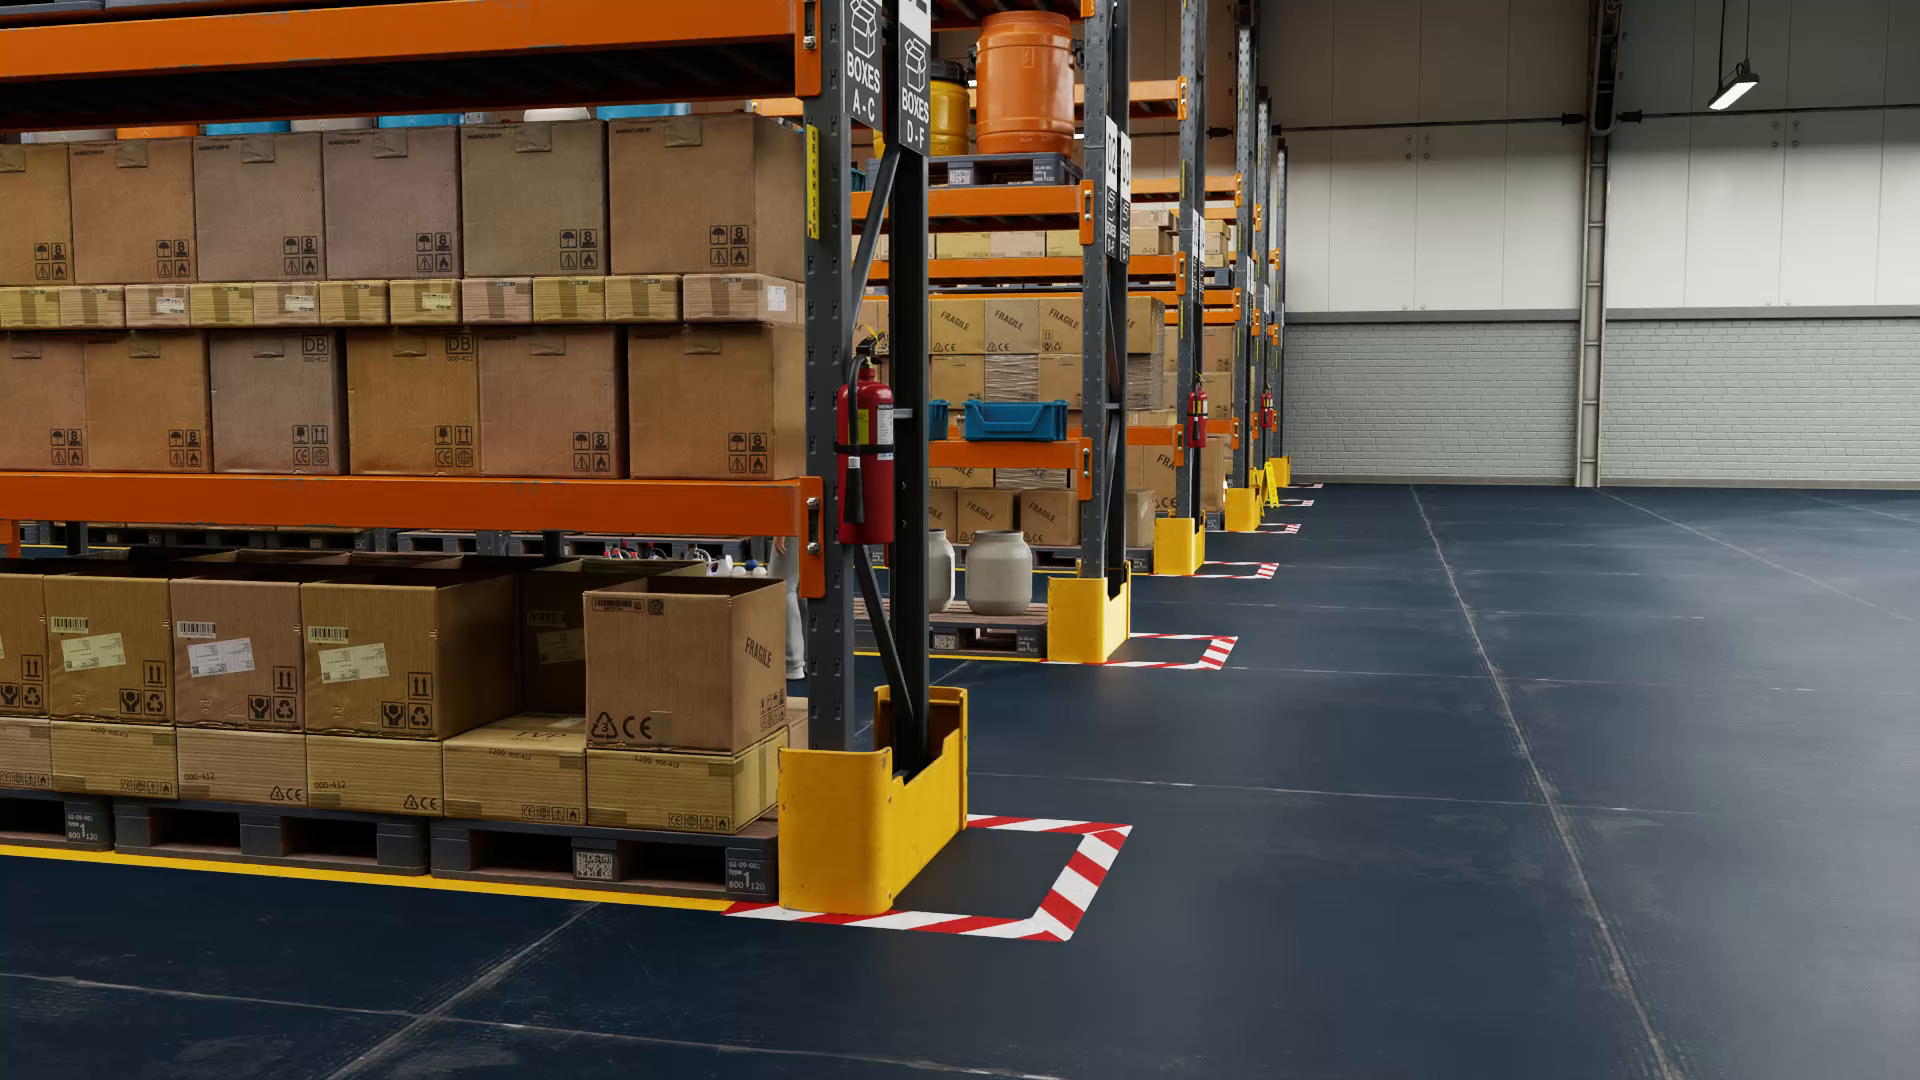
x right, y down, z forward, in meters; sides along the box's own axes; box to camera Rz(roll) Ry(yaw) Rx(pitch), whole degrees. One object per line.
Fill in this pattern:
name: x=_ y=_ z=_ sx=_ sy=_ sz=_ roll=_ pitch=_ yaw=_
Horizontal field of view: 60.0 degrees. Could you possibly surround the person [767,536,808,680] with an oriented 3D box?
person: x=-0.953 y=-0.064 z=9.258 sx=0.416 sy=1.671 sz=0.502 roll=1 pitch=5 yaw=11
